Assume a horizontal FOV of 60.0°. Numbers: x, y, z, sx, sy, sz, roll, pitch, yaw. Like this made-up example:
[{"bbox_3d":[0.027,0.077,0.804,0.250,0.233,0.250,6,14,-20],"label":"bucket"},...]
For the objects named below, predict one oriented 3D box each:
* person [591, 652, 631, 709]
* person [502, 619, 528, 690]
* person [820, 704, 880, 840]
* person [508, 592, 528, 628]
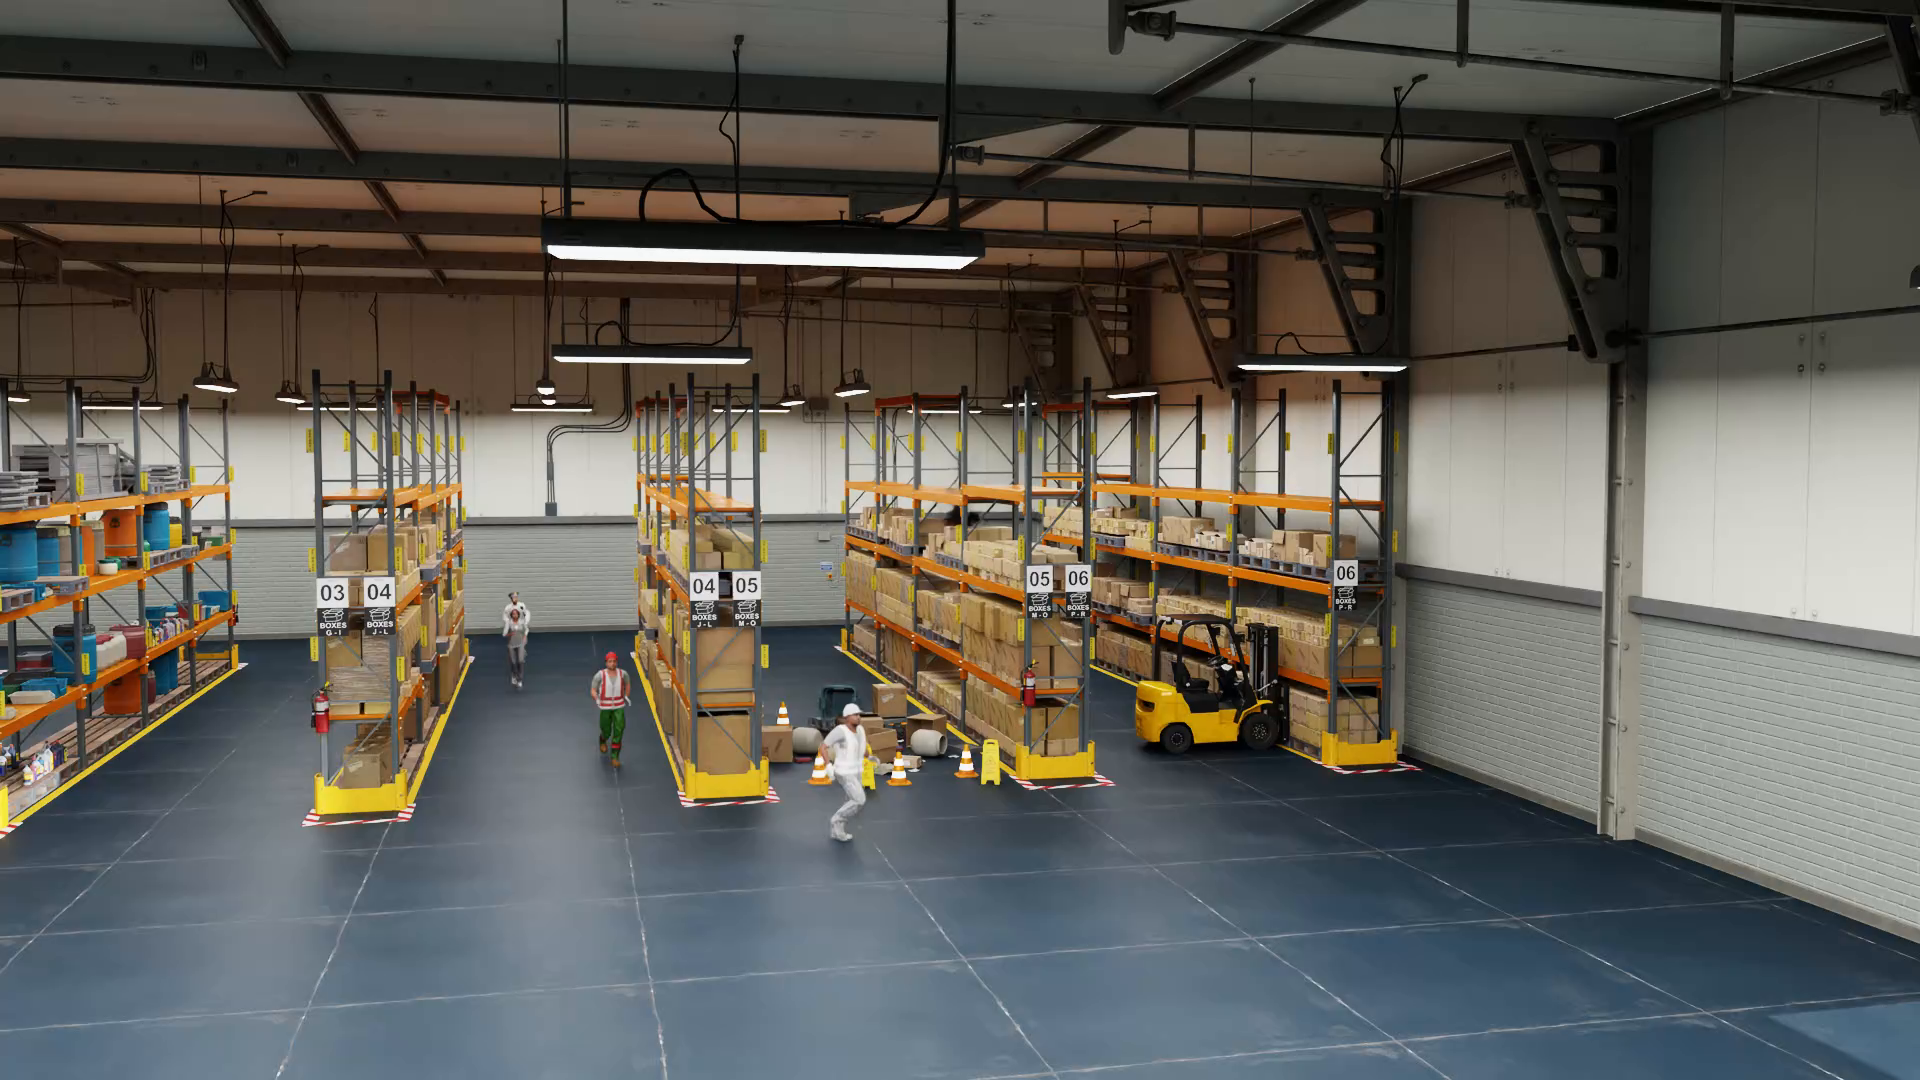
[{"bbox_3d":[-5.429,2.176,25.932,0.643,0.862,0.377,-1,4,-23],"label":"person"},{"bbox_3d":[-9.104,2.331,34.092,0.525,1.405,0.733,-1,3,-17],"label":"person"},{"bbox_3d":[-1.346,2.916,20.833,0.696,1.732,0.677,2,4,31],"label":"person"},{"bbox_3d":[-10.114,1.604,38.049,0.456,0.862,0.347,-1,3,-14],"label":"person"}]
